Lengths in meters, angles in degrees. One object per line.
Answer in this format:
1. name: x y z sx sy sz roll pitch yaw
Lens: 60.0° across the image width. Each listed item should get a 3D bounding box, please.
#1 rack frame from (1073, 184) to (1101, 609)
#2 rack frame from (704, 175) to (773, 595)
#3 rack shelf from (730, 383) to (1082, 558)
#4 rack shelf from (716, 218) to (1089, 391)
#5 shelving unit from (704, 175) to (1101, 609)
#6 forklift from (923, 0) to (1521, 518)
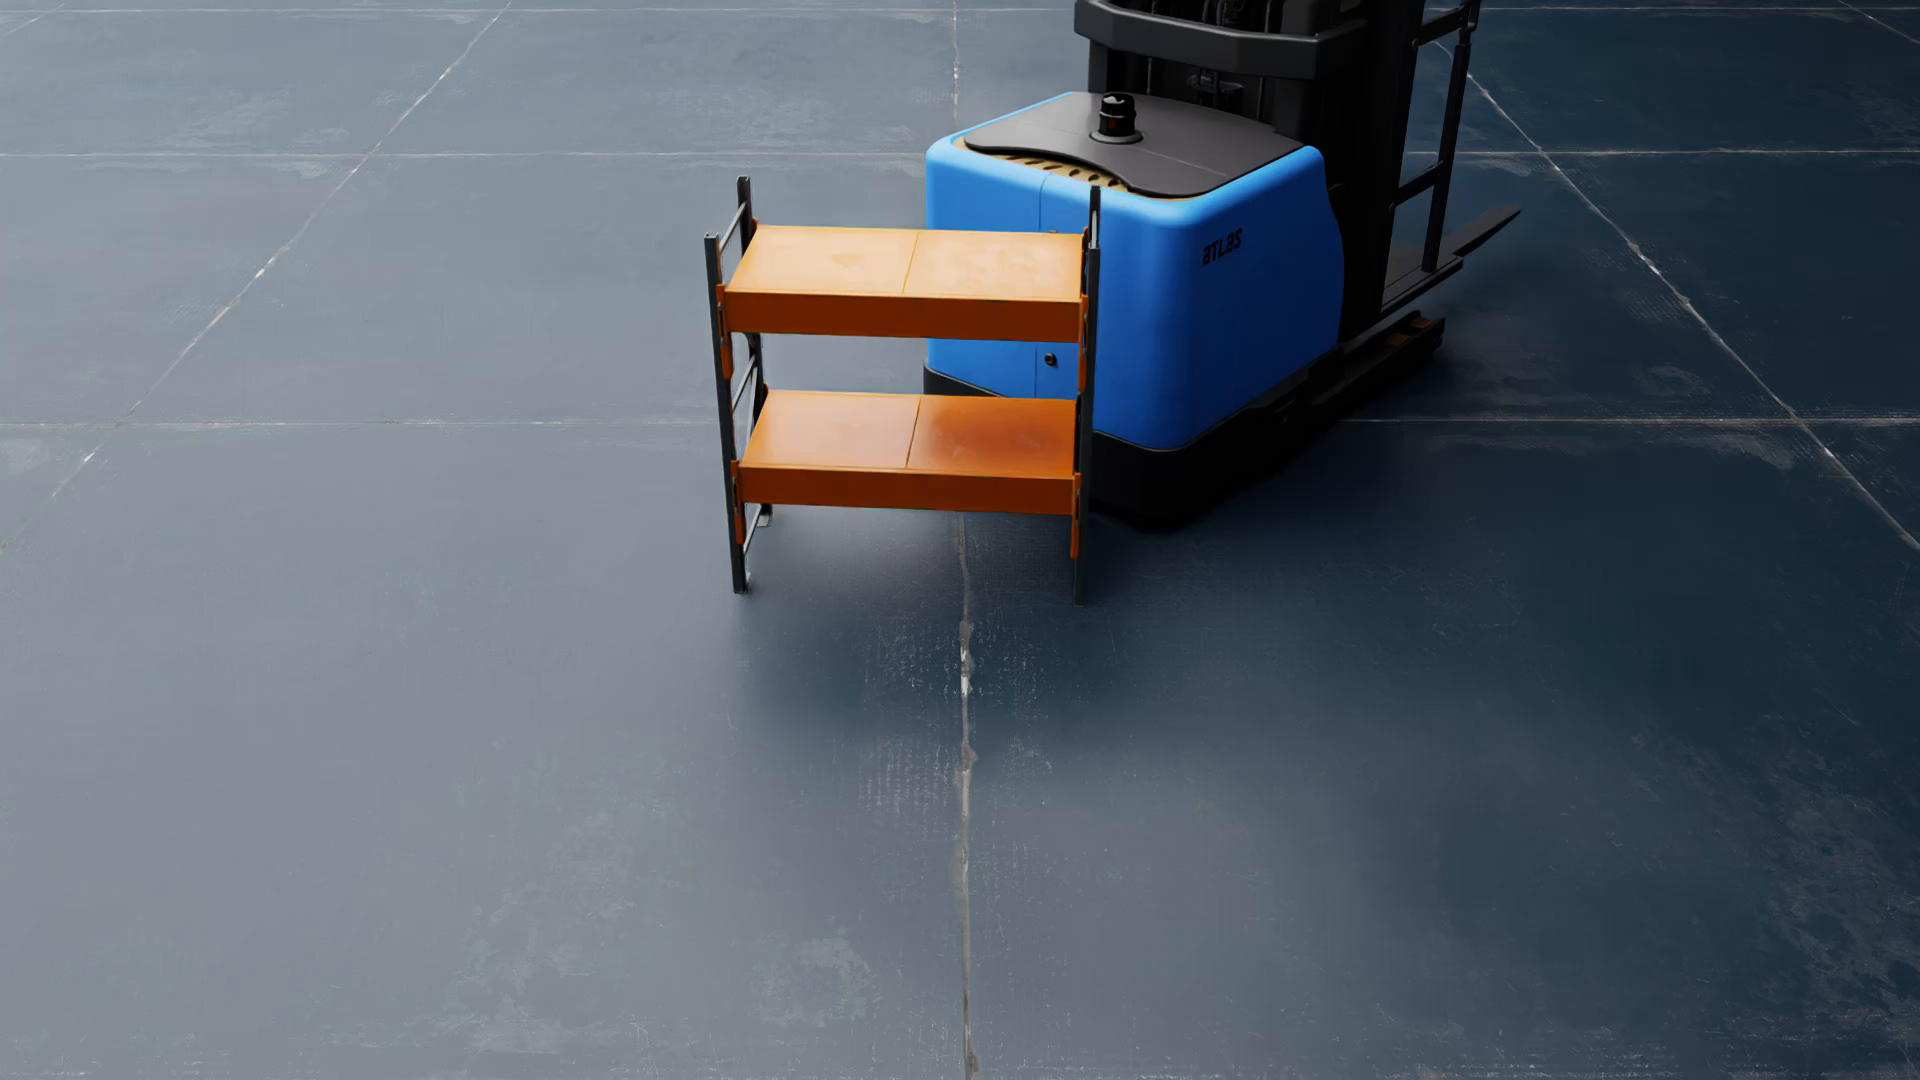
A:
1. rack frame: 0.370 -0.407 4.837 0.032 1.125 0.500 2 31 4
2. rack frame: -0.644 -0.447 4.903 0.032 1.125 0.500 2 31 4
3. rack shelf: -0.137 -0.218 4.997 1.000 0.278 0.538 2 31 4
4. rack shelf: -0.137 -0.678 4.718 1.000 0.278 0.538 2 31 4
5. shelving unit: -0.137 -0.427 4.870 1.048 1.125 0.538 2 31 4
6. forklift: 1.204 -2.013 5.743 1.130 2.935 3.031 23 38 33
